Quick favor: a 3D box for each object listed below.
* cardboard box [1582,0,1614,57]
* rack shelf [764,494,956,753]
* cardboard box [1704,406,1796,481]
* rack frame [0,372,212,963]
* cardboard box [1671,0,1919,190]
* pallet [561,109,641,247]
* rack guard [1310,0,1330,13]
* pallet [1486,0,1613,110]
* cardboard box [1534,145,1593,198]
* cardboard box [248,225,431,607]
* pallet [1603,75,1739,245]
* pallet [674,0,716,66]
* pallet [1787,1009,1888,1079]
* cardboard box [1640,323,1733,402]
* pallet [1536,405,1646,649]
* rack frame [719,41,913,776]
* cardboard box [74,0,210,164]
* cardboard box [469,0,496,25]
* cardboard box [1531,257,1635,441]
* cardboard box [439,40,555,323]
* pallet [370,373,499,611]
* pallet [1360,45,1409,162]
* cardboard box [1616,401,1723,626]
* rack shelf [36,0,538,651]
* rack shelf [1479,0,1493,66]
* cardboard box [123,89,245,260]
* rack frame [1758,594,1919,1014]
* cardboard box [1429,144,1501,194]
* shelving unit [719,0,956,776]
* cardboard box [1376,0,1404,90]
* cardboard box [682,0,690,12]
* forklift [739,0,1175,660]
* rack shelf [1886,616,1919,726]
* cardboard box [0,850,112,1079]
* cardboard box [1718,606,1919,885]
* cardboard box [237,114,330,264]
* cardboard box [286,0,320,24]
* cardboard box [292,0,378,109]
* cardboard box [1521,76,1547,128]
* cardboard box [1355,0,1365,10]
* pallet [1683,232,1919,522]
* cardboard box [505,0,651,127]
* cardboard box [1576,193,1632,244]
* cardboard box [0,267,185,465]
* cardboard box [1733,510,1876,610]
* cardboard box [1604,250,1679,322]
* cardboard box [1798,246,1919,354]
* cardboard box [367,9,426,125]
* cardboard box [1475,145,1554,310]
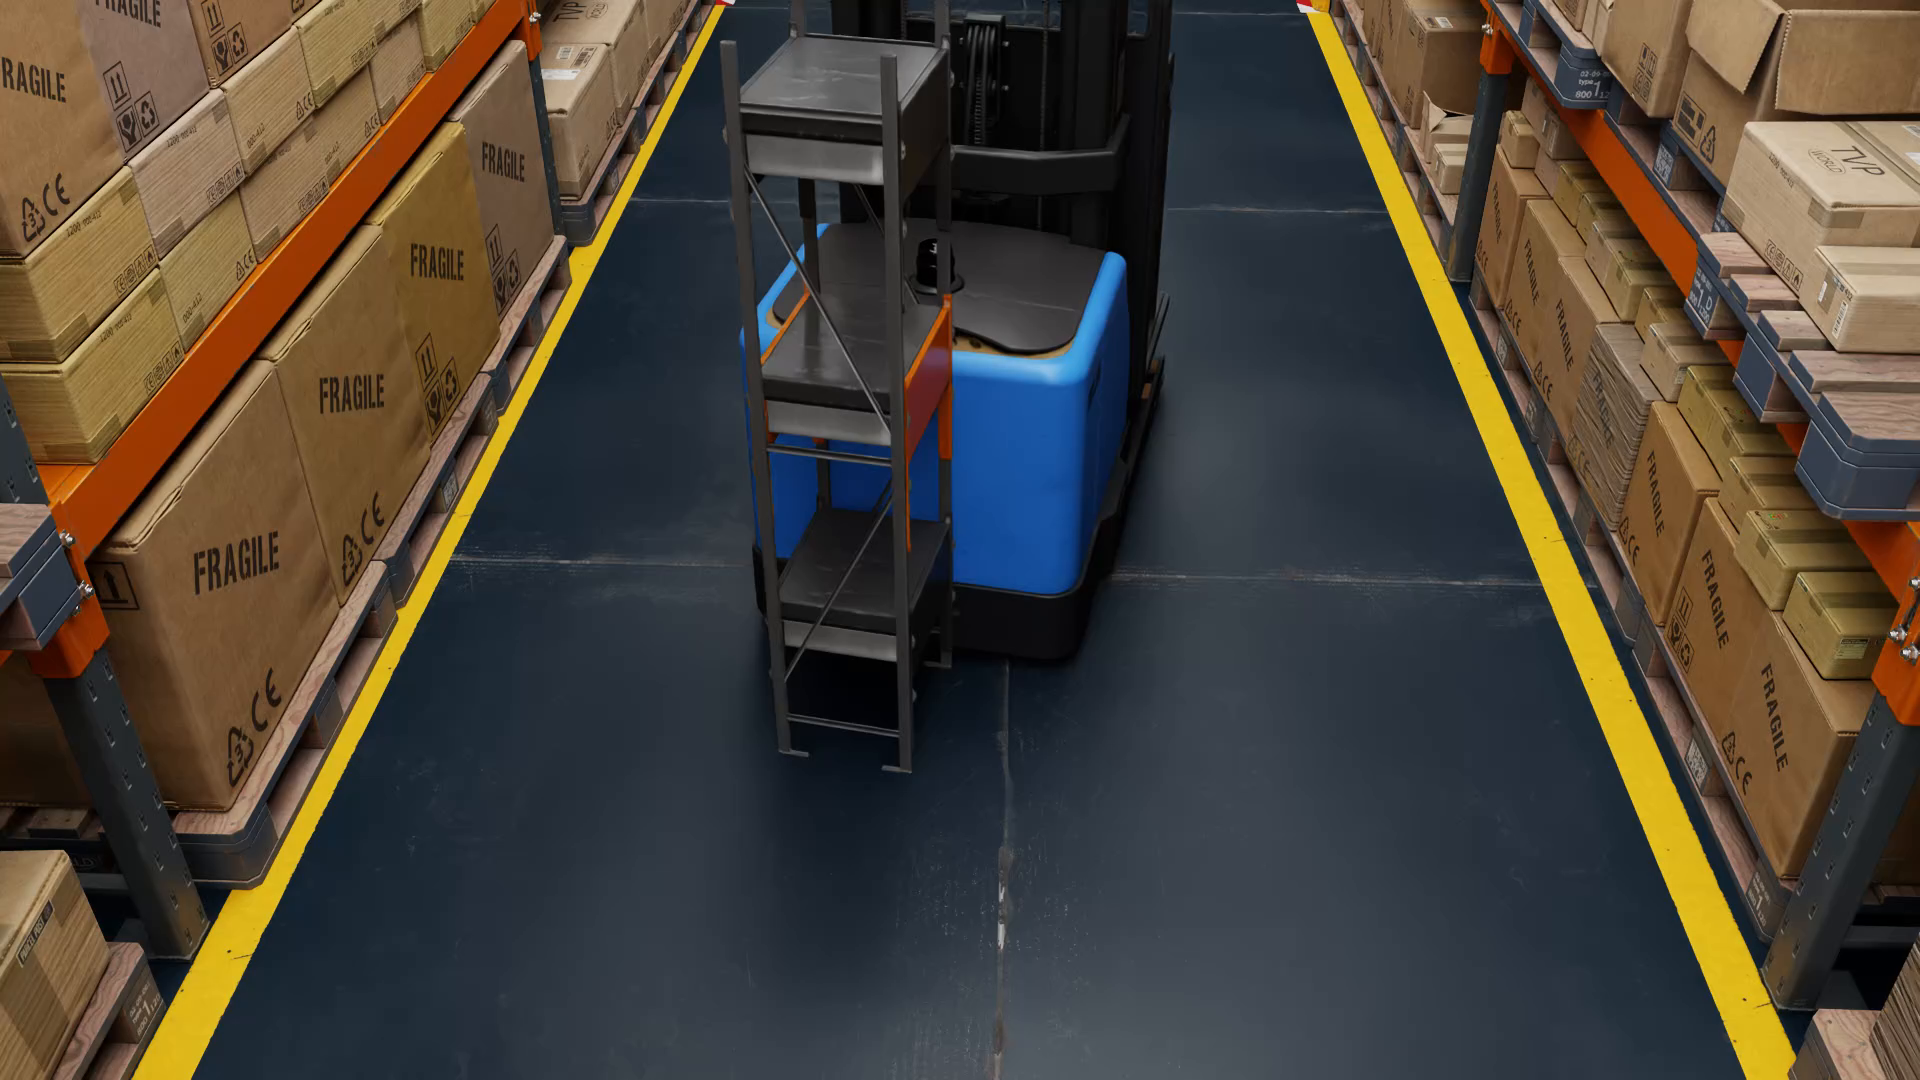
[{"bbox_3d":[2.233,-1.714,5.331,0.396,0.266,0.258,3,35,4],"label":"cardboard box"},{"bbox_3d":[-0.276,0.236,4.829,0.431,0.518,0.480,8,36,11],"label":"rack shelf"},{"bbox_3d":[2.369,-0.251,4.742,0.380,0.149,0.250,2,35,3],"label":"cardboard box"},{"bbox_3d":[-2.448,-0.200,3.427,1.000,3.000,0.127,1,35,2],"label":"rack frame"},{"bbox_3d":[2.393,-1.244,4.457,0.797,0.503,0.637,1,35,1],"label":"cardboard box"},{"bbox_3d":[-2.179,-1.793,8.117,1.003,0.211,1.213,1,35,2],"label":"pallet"},{"bbox_3d":[2.830,-3.618,10.463,1.175,0.500,0.348,1,35,2],"label":"rack guard"},{"bbox_3d":[2.531,-1.851,5.942,1.003,0.211,1.213,1,35,2],"label":"pallet"},{"bbox_3d":[2.458,-1.440,6.435,0.380,0.149,0.250,0,35,1],"label":"cardboard box"},{"bbox_3d":[-2.297,-0.410,5.208,0.875,0.875,0.875,2,35,2],"label":"cardboard box"},{"bbox_3d":[2.585,-1.127,4.912,1.003,0.211,1.213,1,35,2],"label":"pallet"},{"bbox_3d":[-2.081,-3.195,10.112,1.003,0.211,1.213,1,35,2],"label":"pallet"},{"bbox_3d":[2.440,1.525,3.397,1.003,0.211,1.213,1,35,2],"label":"pallet"},{"bbox_3d":[2.360,-0.553,5.173,0.380,0.149,0.250,0,35,0],"label":"cardboard box"},{"bbox_3d":[2.631,-0.074,5.672,1.003,0.211,1.213,1,35,2],"label":"pallet"},{"bbox_3d":[-0.332,-0.211,4.224,0.400,2.100,0.015,8,36,11],"label":"rack frame"},{"bbox_3d":[-2.174,-1.213,3.911,0.500,0.500,0.500,1,35,2],"label":"cardboard box"},{"bbox_3d":[-2.053,-2.174,6.365,0.500,0.250,0.500,1,35,1],"label":"cardboard box"},{"bbox_3d":[2.392,-0.670,5.903,0.500,0.500,0.500,0,35,0],"label":"cardboard box"},{"bbox_3d":[-2.232,-1.443,6.677,0.875,0.875,0.875,2,35,3],"label":"cardboard box"},{"bbox_3d":[-2.289,-0.210,5.865,1.003,0.211,1.213,1,35,2],"label":"pallet"},{"bbox_3d":[2.747,-2.342,8.900,1.003,0.211,1.213,1,35,2],"label":"pallet"},{"bbox_3d":[2.363,-0.073,5.054,0.500,0.500,0.500,3,35,4],"label":"cardboard box"},{"bbox_3d":[-2.368,-1.055,5.268,1.077,0.370,4.000,1,35,2],"label":"rack shelf"},{"bbox_3d":[2.753,-3.241,8.378,1.077,0.370,4.000,1,35,2],"label":"rack shelf"},{"bbox_3d":[-2.159,-0.926,4.155,0.500,0.250,0.500,2,35,3],"label":"cardboard box"},{"bbox_3d":[2.512,-0.088,3.266,1.000,3.000,0.127,1,35,2],"label":"rack frame"},{"bbox_3d":[2.402,-1.718,7.701,0.380,0.149,0.250,0,35,0],"label":"cardboard box"},{"bbox_3d":[-0.276,-0.348,4.419,0.431,2.100,0.503,8,36,11],"label":"shelving unit"},{"bbox_3d":[2.520,-2.692,8.781,0.500,0.500,0.500,2,35,3],"label":"cardboard box"},{"bbox_3d":[-2.053,-3.539,10.040,0.875,0.438,0.875,0,35,0],"label":"cardboard box"},{"bbox_3d":[0.184,-1.677,5.587,1.130,2.935,3.031,8,36,11],"label":"forklift"},{"bbox_3d":[2.432,1.355,1.838,1.077,0.370,4.000,1,35,2],"label":"rack shelf"},{"bbox_3d":[-2.481,1.027,3.600,0.950,0.372,0.625,-1,35,-1],"label":"cardboard box"},{"bbox_3d":[2.314,0.515,4.217,0.500,0.500,0.500,2,35,3],"label":"cardboard box"},{"bbox_3d":[-2.147,-1.011,4.711,0.500,0.250,0.500,2,35,3],"label":"cardboard box"},{"bbox_3d":[-2.114,-1.800,4.746,0.500,0.500,0.500,2,35,3],"label":"cardboard box"},{"bbox_3d":[-2.093,-1.503,4.976,0.500,0.250,0.500,2,35,3],"label":"cardboard box"},{"bbox_3d":[2.453,-1.721,6.576,0.380,0.149,0.250,1,35,1],"label":"cardboard box"},{"bbox_3d":[2.714,-3.485,9.907,0.797,0.503,0.637,0,35,0],"label":"cardboard box"},{"bbox_3d":[2.469,-0.401,3.878,1.213,0.211,1.003,1,35,2],"label":"pallet"},{"bbox_3d":[-2.119,-2.495,8.554,0.875,0.438,0.875,0,35,0],"label":"cardboard box"},{"bbox_3d":[2.462,-1.134,6.000,0.380,0.149,0.250,1,35,1],"label":"cardboard box"},{"bbox_3d":[-2.177,-0.414,3.861,0.500,0.250,0.500,1,35,1],"label":"cardboard box"},{"bbox_3d":[2.259,0.050,4.314,0.380,0.149,0.250,0,35,-1],"label":"cardboard box"},{"bbox_3d":[2.402,-0.849,5.594,0.380,0.149,0.250,3,35,4],"label":"cardboard box"},{"bbox_3d":[2.155,-0.543,3.768,0.380,0.149,0.250,2,35,3],"label":"cardboard box"},{"bbox_3d":[-2.114,-1.592,5.537,0.500,0.250,0.500,0,35,1],"label":"cardboard box"},{"bbox_3d":[2.428,-1.263,6.746,0.500,0.500,0.500,3,35,4],"label":"cardboard box"}]
